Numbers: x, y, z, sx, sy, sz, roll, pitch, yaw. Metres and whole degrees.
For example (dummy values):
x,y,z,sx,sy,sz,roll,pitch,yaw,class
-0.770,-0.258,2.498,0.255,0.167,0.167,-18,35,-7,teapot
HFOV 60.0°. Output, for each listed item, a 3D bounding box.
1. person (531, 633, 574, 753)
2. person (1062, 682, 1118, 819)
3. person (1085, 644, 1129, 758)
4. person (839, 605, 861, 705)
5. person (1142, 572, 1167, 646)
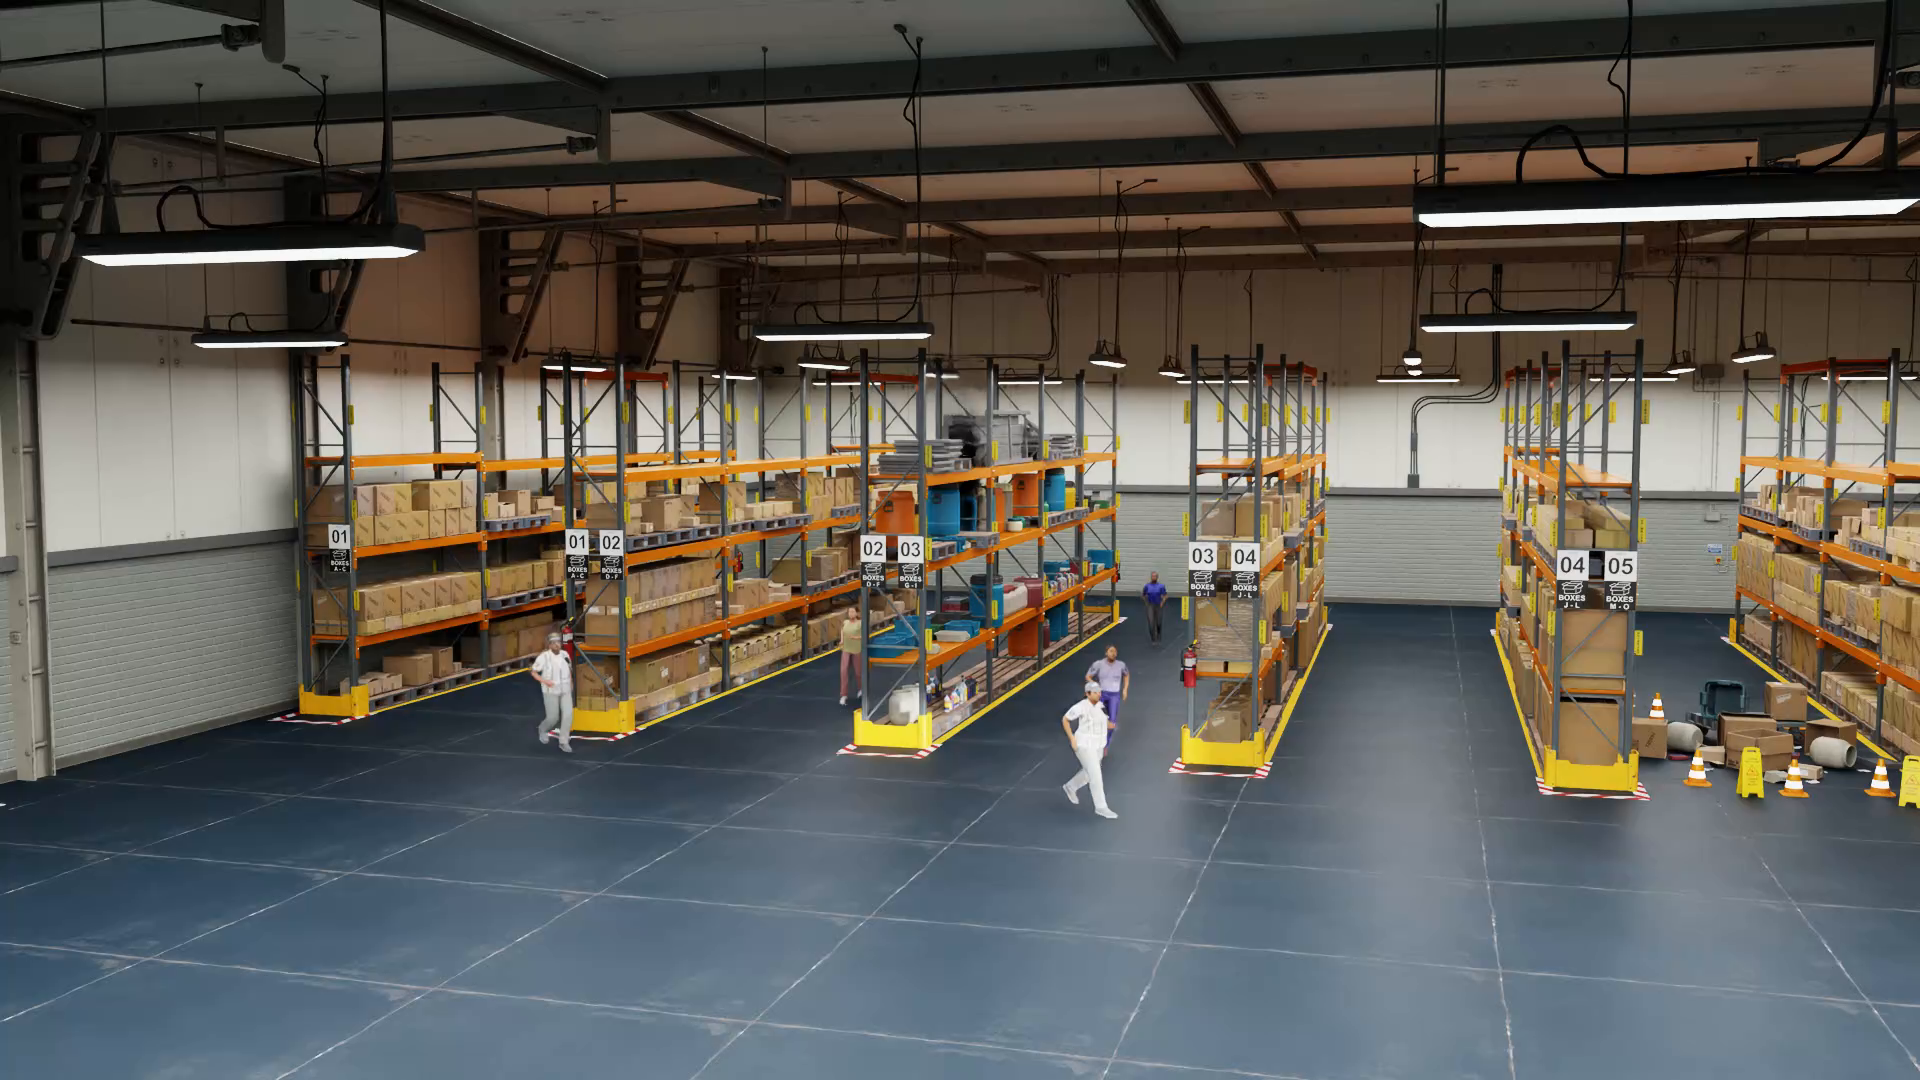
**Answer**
x,y,z,sx,sy,sz,roll,pitch,yaw,class
-6.069,2.271,24.911,0.675,1.783,0.738,-3,5,-37,person
1.614,2.589,20.823,0.936,1.655,0.605,4,6,44,person
2.168,2.366,24.584,0.692,1.674,0.694,0,4,1,person
-1.863,1.970,28.940,0.564,1.681,0.907,1,4,14,person
4.223,1.488,36.143,0.555,1.609,0.550,1,4,10,person
